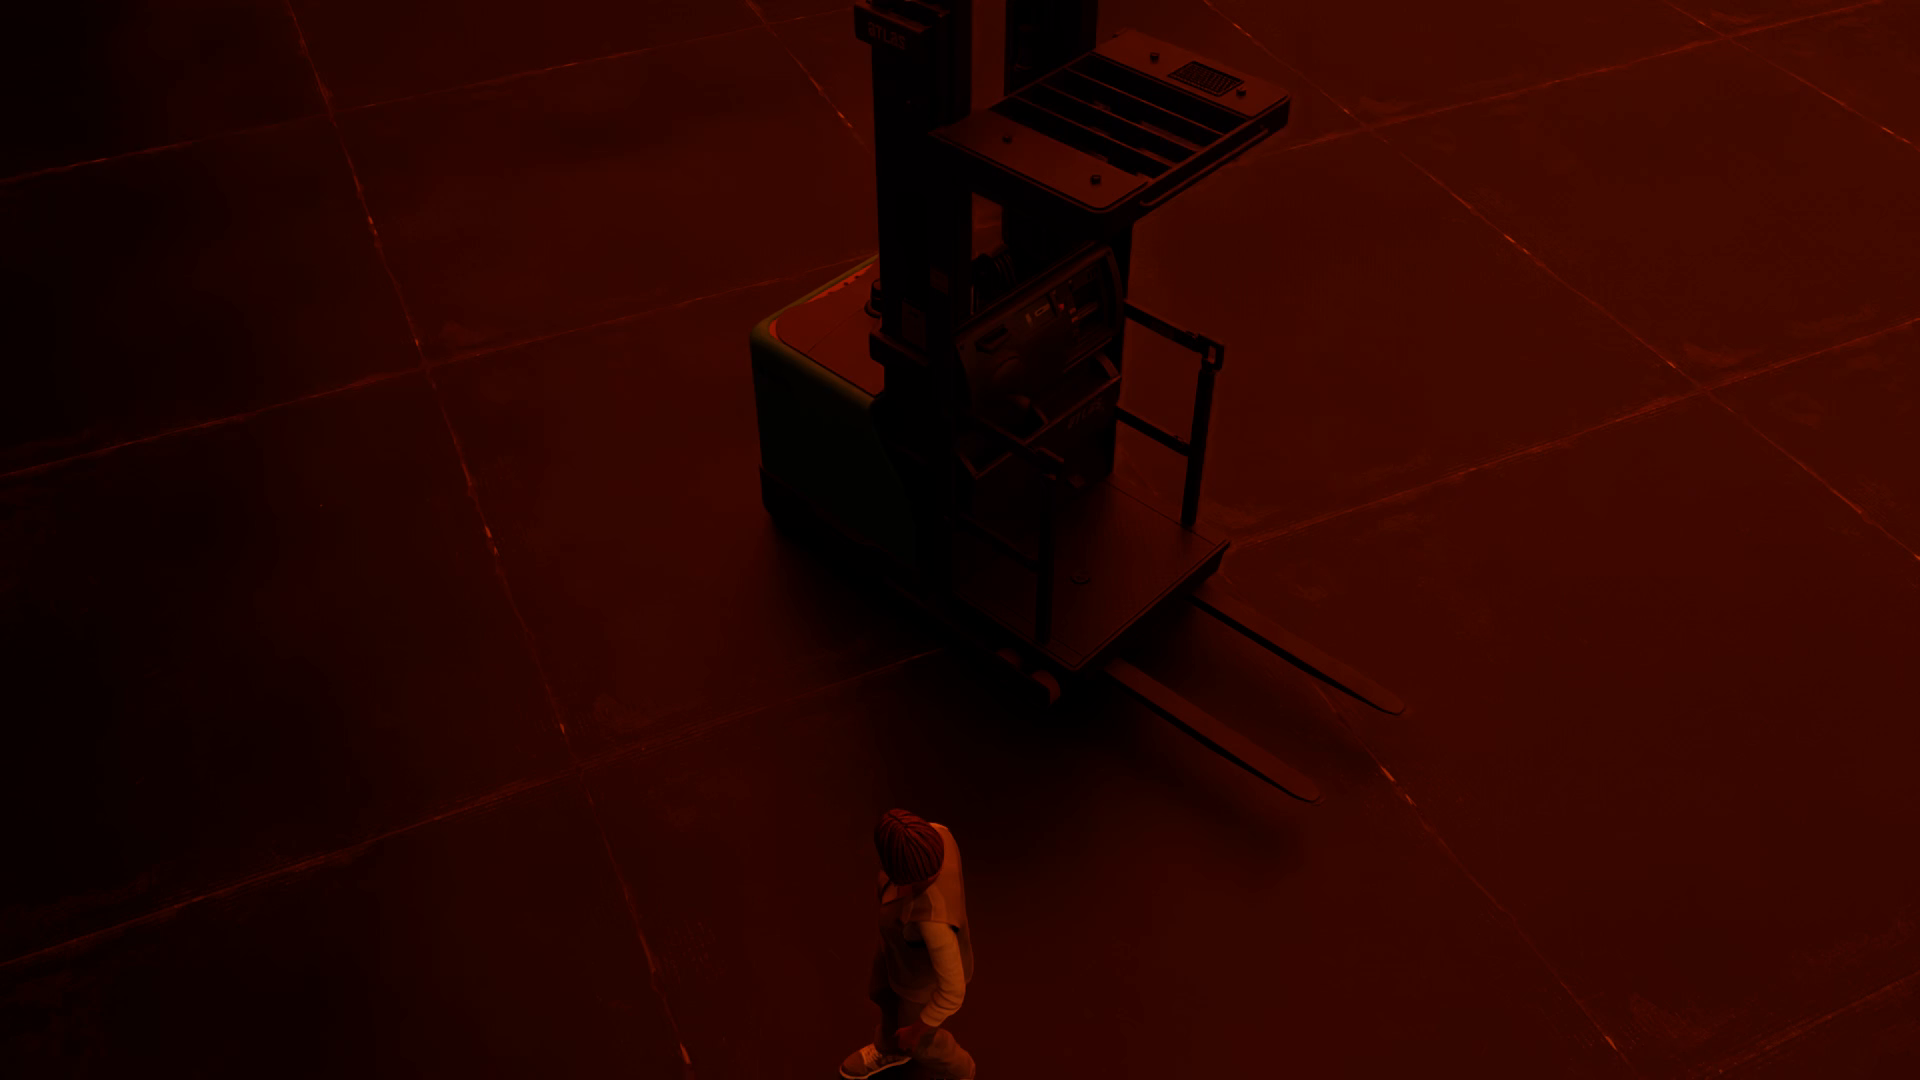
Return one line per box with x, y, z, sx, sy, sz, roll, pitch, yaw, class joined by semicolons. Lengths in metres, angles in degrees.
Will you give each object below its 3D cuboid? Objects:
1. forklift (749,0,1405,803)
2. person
0.482;-0.765;6.500;3.031;2.935;1.130;32;52;30;forklift
-0.169;1.346;5.232;0.457;1.581;0.621;-10;44;-10;person
